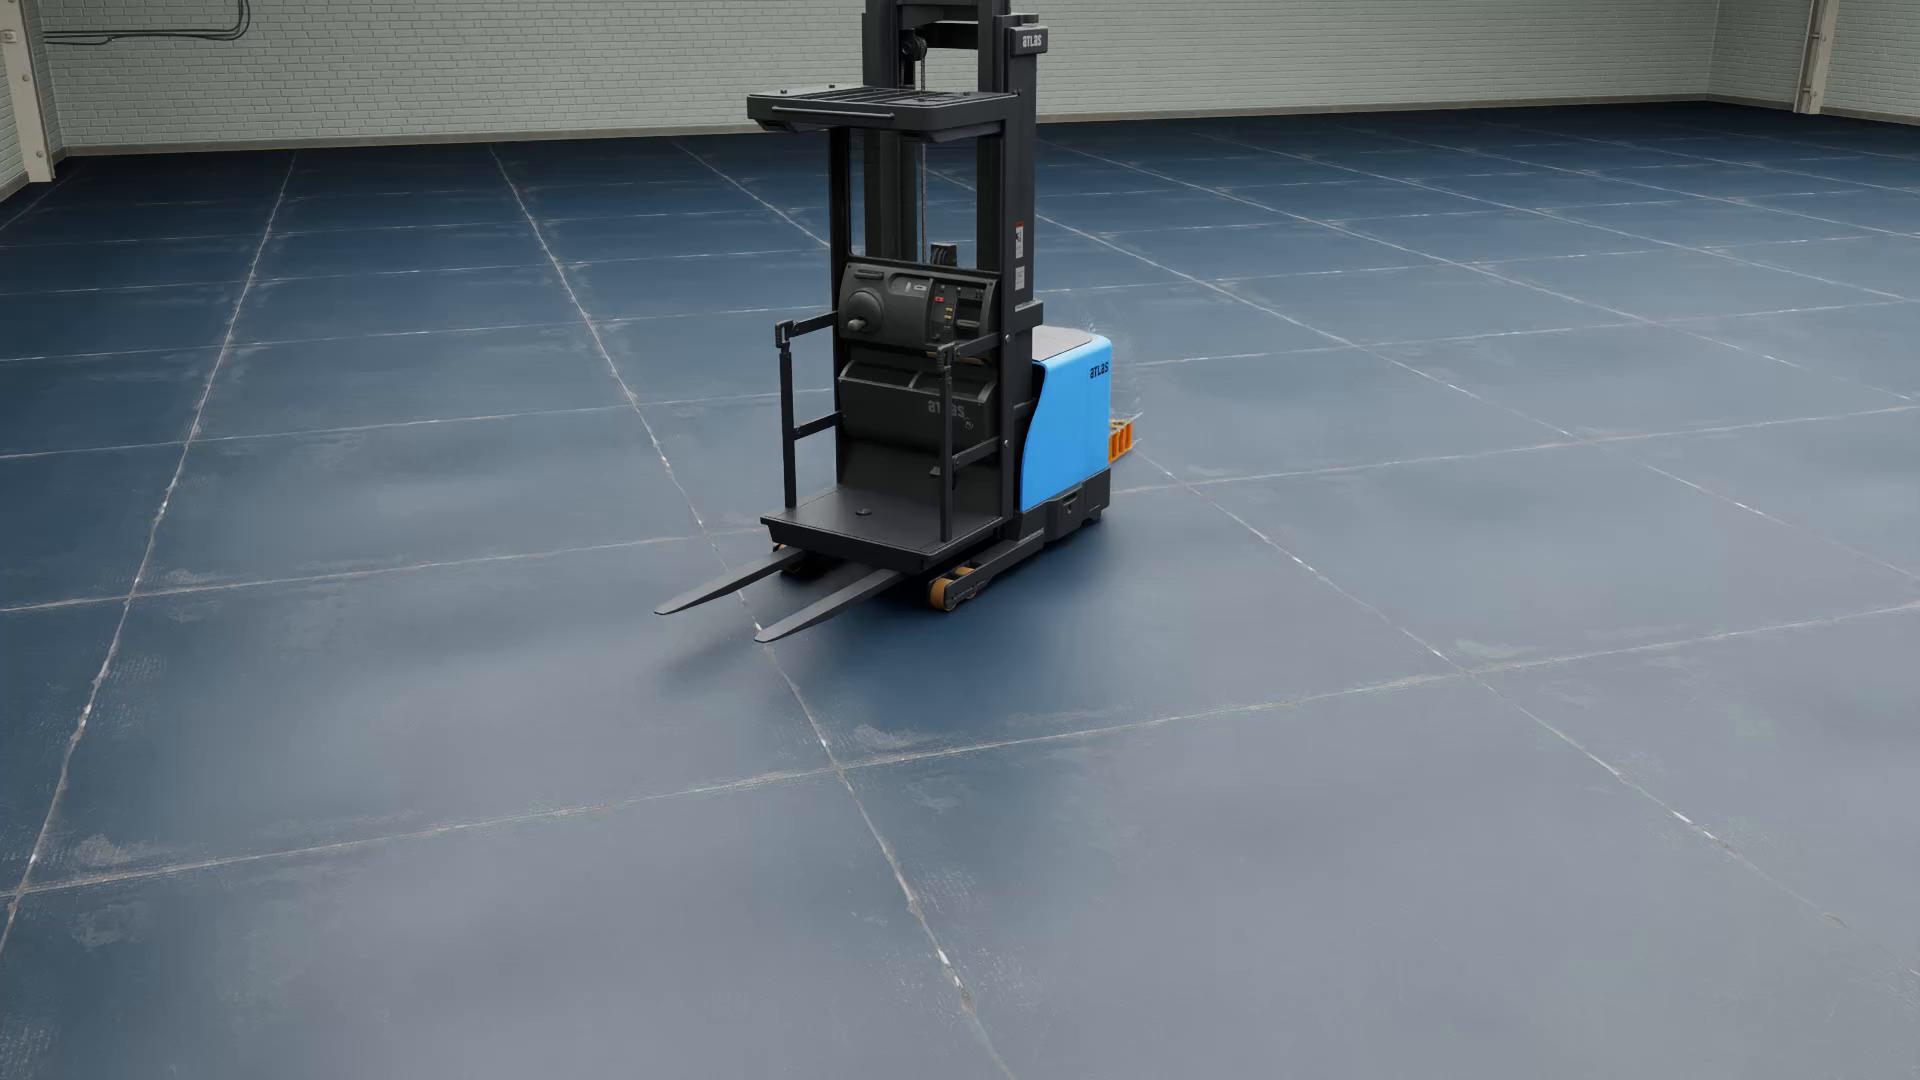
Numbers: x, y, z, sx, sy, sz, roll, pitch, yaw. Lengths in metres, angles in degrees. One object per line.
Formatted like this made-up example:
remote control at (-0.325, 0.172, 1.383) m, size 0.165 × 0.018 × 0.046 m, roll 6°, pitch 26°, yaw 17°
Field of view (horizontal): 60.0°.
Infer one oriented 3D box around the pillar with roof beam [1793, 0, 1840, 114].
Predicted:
pillar with roof beam at (12.725, -12.255, 30.223) m, size 9.100 × 9.000 × 0.400 m, roll -6°, pitch 21°, yaw -17°

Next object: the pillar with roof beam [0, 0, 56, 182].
pillar with roof beam at (-9.005, -9.823, 23.452) m, size 9.100 × 9.000 × 0.400 m, roll -6°, pitch 21°, yaw -17°

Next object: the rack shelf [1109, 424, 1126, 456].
rack shelf at (0.966, -0.673, 11.003) m, size 0.258 × 0.180 × 0.103 m, roll 9°, pitch 22°, yaw 24°

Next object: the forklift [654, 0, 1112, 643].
forklift at (-0.341, -1.201, 8.424) m, size 1.130 × 2.935 × 3.031 m, roll 12°, pitch 23°, yaw 31°

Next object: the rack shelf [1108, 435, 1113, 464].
rack shelf at (0.862, -0.600, 10.800) m, size 0.258 × 0.180 × 0.103 m, roll 9°, pitch 22°, yaw 24°

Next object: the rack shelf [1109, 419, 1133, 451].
rack shelf at (1.019, -0.709, 11.105) m, size 0.258 × 0.180 × 0.103 m, roll 9°, pitch 22°, yaw 24°

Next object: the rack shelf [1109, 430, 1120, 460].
rack shelf at (0.914, -0.636, 10.902) m, size 0.258 × 0.180 × 0.103 m, roll 9°, pitch 22°, yaw 24°

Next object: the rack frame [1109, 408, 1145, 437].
rack frame at (0.881, -0.699, 10.807) m, size 0.240 × 0.006 × 1.200 m, roll 9°, pitch 22°, yaw 24°

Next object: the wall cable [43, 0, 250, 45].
wall cable at (-12.763, -8.990, 25.726) m, size 3.097 × 2.526 × 0.112 m, roll -6°, pitch 21°, yaw -17°

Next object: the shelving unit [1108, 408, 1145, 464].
shelving unit at (0.881, -0.613, 10.838) m, size 0.258 × 0.189 × 1.200 m, roll 9°, pitch 22°, yaw 24°

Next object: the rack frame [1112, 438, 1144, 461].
rack frame at (0.881, -0.527, 10.868) m, size 0.240 × 0.006 × 1.200 m, roll 9°, pitch 22°, yaw 24°
